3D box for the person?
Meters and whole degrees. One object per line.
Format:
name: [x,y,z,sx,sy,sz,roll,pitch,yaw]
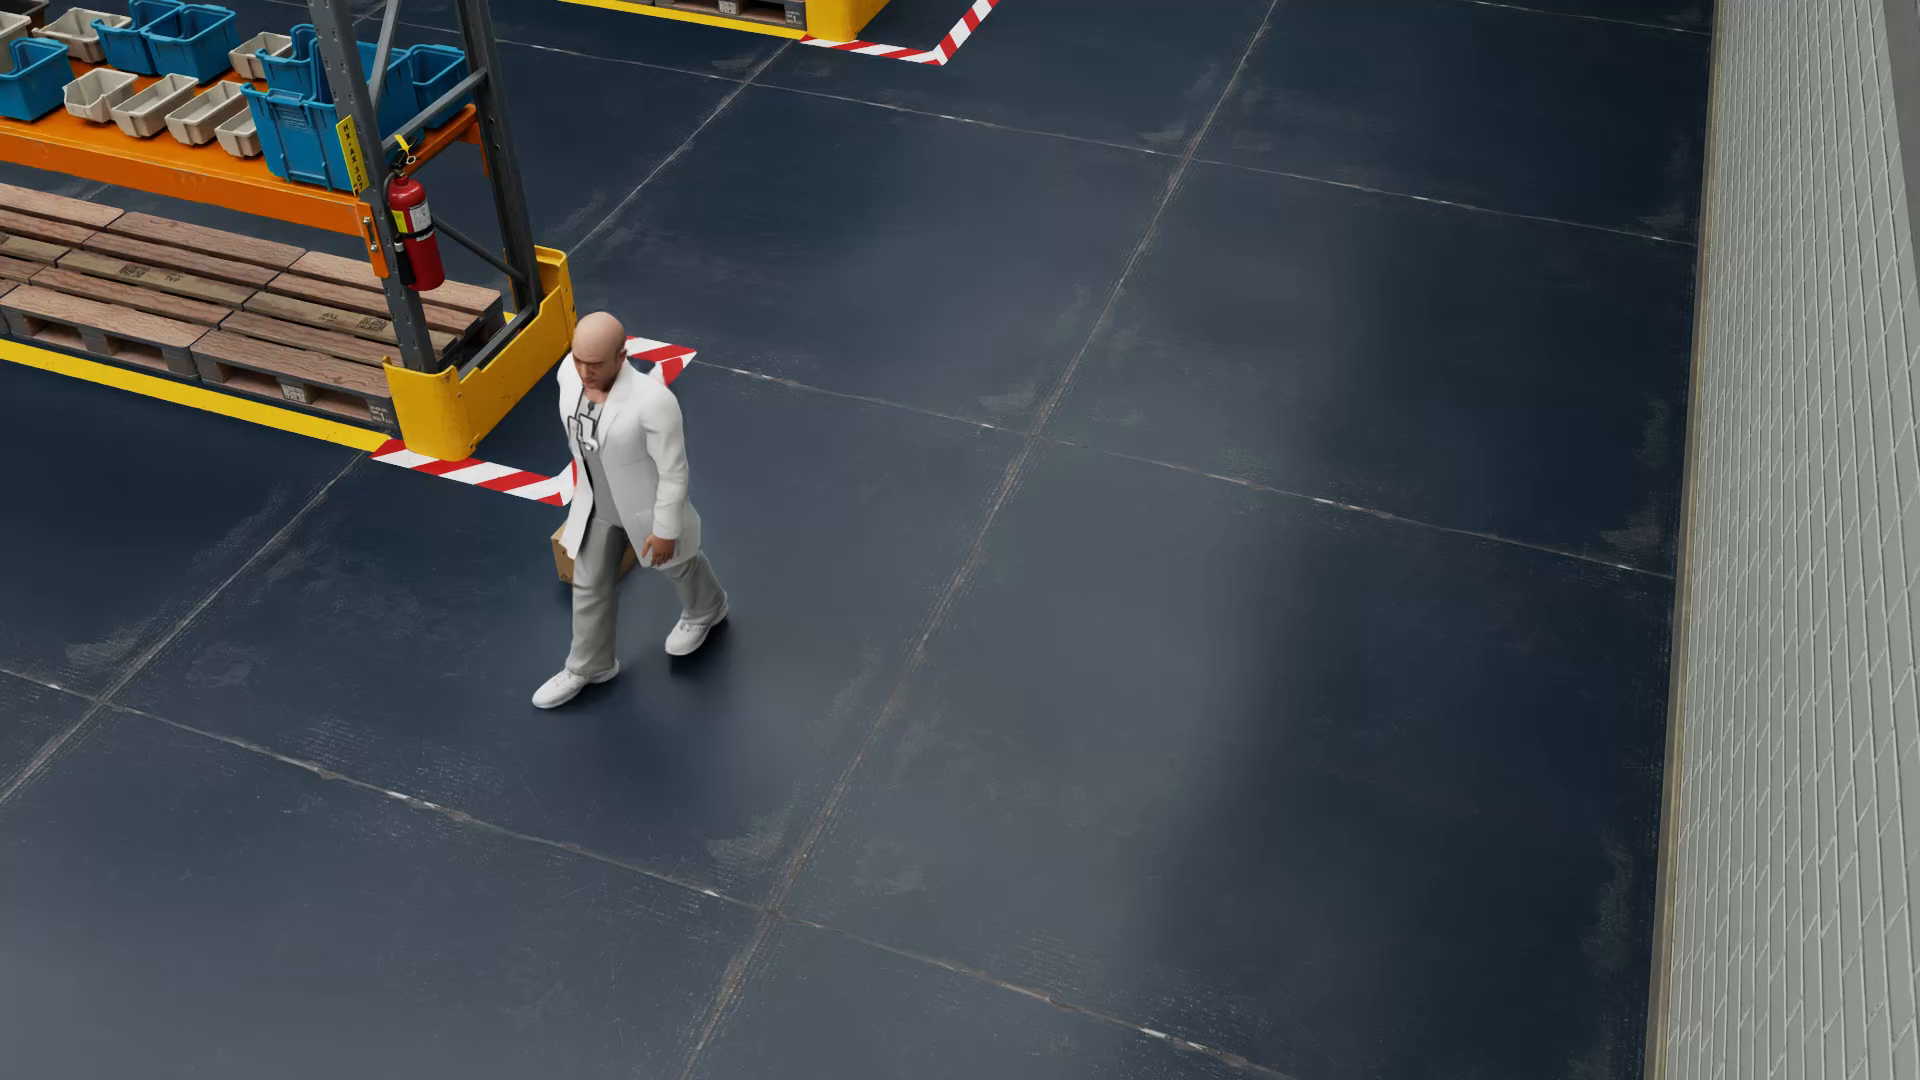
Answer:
person: [-1.266,-0.138,6.324,0.648,1.779,0.835,19,45,21]
